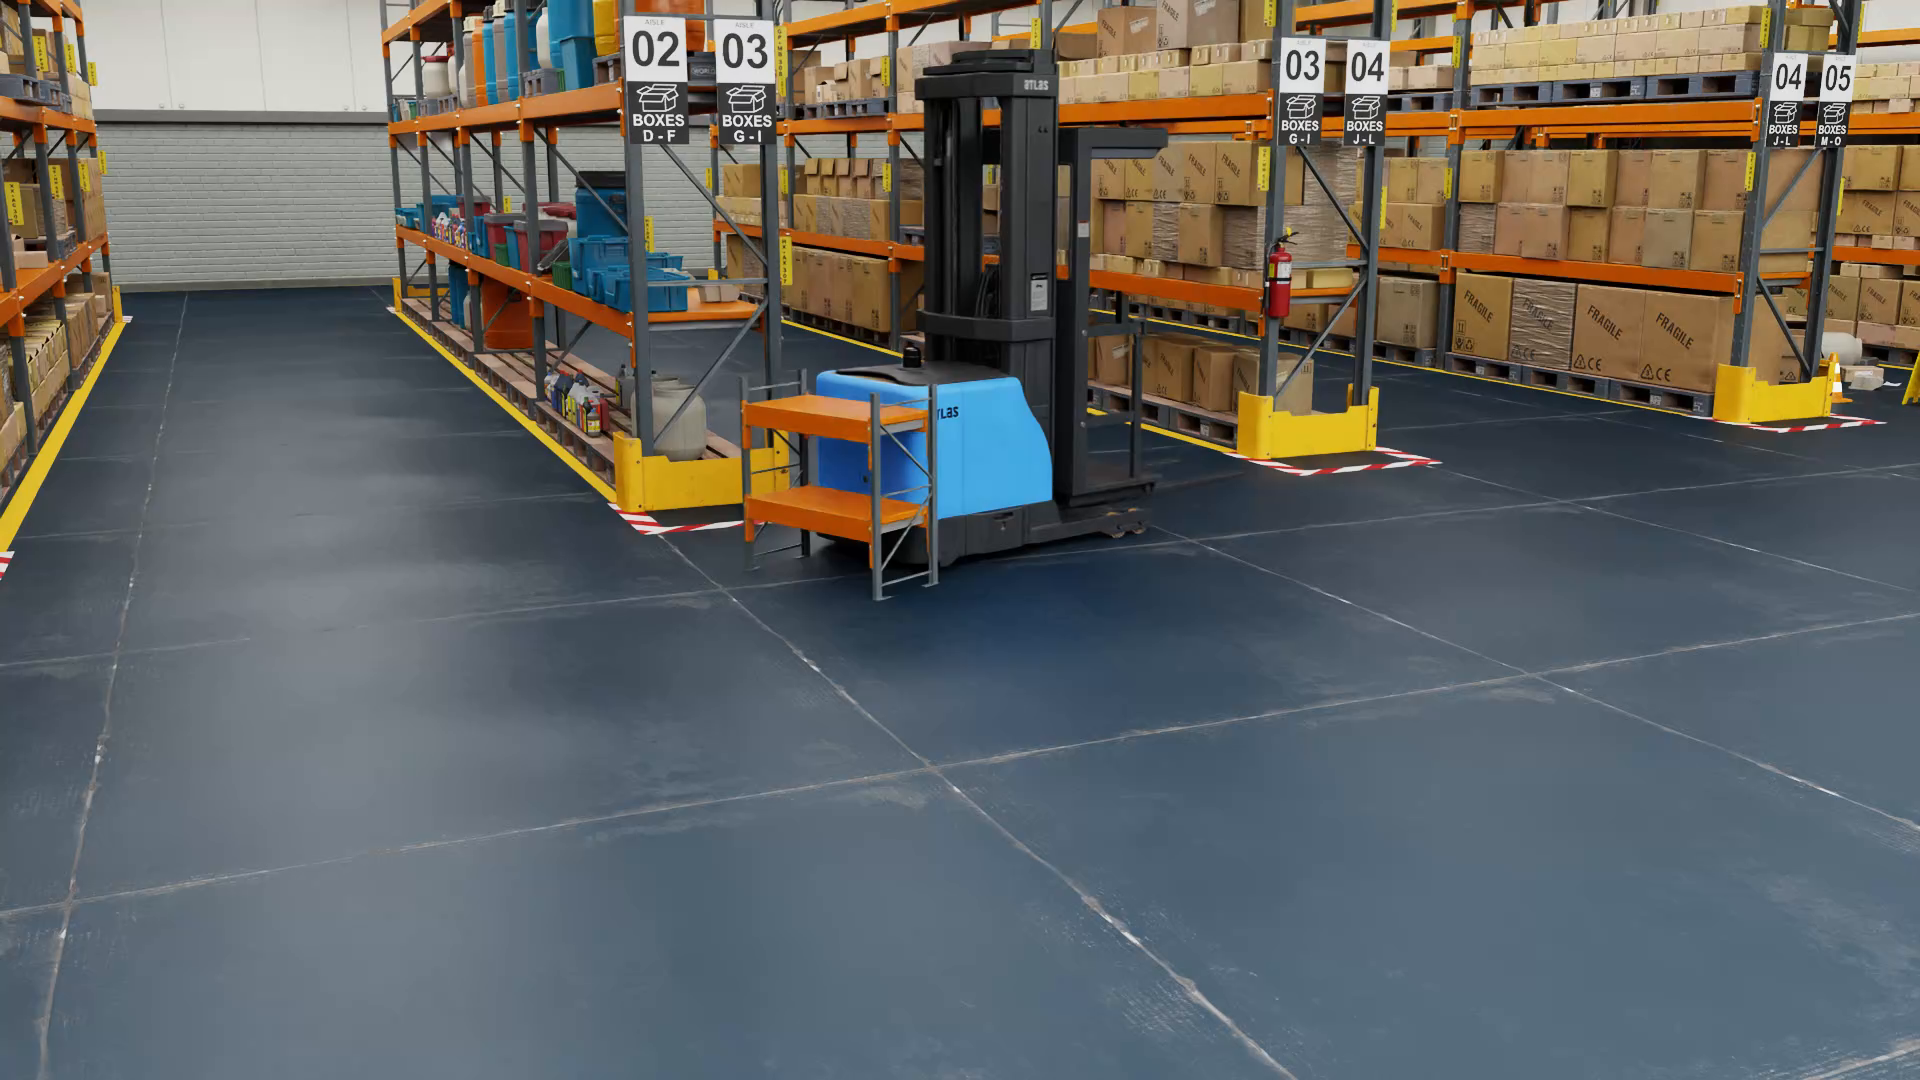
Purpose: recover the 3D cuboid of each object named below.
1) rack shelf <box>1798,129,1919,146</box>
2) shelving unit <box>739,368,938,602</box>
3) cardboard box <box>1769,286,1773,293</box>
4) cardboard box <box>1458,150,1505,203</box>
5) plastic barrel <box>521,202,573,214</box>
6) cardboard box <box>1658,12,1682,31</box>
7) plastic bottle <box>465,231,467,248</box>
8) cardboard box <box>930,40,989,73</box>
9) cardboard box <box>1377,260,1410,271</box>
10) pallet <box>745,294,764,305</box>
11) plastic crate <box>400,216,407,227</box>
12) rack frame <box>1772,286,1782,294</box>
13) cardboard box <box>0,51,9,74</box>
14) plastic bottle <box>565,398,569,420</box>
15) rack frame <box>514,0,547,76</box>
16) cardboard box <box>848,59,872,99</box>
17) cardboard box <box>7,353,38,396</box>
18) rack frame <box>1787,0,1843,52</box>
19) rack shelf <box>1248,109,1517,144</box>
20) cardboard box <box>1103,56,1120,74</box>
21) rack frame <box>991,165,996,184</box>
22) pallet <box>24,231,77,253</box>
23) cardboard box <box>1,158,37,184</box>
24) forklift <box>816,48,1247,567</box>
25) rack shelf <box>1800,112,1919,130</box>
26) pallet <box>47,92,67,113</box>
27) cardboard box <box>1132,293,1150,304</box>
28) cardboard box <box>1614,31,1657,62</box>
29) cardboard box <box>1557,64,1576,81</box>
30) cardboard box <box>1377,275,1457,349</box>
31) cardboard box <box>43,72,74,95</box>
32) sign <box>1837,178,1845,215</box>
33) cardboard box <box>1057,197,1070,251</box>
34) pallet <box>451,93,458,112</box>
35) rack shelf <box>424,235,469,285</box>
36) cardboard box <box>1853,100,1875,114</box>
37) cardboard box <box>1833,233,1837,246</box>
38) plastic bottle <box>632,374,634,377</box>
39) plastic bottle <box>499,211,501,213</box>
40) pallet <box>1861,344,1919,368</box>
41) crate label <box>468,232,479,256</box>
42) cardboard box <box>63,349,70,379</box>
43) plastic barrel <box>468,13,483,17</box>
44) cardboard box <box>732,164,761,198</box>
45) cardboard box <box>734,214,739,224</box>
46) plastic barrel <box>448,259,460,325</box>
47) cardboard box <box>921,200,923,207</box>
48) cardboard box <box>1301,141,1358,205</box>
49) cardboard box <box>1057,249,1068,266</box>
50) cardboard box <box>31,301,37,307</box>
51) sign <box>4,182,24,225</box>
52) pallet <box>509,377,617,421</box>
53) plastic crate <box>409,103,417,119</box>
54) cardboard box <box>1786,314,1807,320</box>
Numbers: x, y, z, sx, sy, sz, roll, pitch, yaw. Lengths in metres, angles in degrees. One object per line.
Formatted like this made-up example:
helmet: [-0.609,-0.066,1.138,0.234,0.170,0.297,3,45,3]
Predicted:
rack shelf: [14.062,-5.860,23.979,1.077,0.370,4.000,-6,14,-23]
shelving unit: [-0.684,-0.336,9.329,1.048,1.125,0.538,11,17,39]
cardboard box: [12.895,-4.217,26.549,0.500,0.500,0.500,-5,14,-21]
cardboard box: [5.938,-3.938,18.006,0.875,0.550,0.550,-6,14,-23]
plastic barrel: [-4.440,-3.368,17.969,0.600,0.536,0.708,-6,14,-23]
cardboard box: [6.672,-4.770,15.310,0.380,0.149,0.250,-5,14,-22]
plastic bottle: [-5.457,-3.359,18.488,0.061,0.283,0.133,-6,14,-23]
cardboard box: [-0.005,-5.243,18.387,0.500,0.500,0.500,-6,14,-25]
cardboard box: [7.434,-4.588,27.321,0.875,0.875,0.875,-5,14,-21]
pallet: [-2.693,-3.702,25.898,1.003,0.211,1.213,-6,14,-23]
plastic crate: [-7.987,-4.629,24.171,0.250,0.136,0.298,-6,14,-23]
rack frame: [13.261,-5.162,26.021,1.000,3.000,0.127,-6,14,-23]
cardboard box: [-8.984,-4.321,15.138,0.500,0.250,0.500,-5,14,-21]
plastic bottle: [-3.191,-1.091,13.663,0.097,0.201,0.097,0,13,0]
rack frame: [-3.302,-5.467,14.033,1.000,3.000,0.127,-6,14,-23]
cardboard box: [-1.102,-5.822,21.069,0.500,0.500,0.500,-5,14,-20]
cardboard box: [-7.779,-1.343,13.445,0.500,0.311,0.500,-6,14,-23]
rack frame: [10.317,-6.809,19.833,1.000,3.000,0.127,-6,14,-23]
rack shelf: [5.021,-4.943,20.016,1.077,0.370,4.000,-6,14,-23]
cardboard box: [1.507,-4.262,14.930,0.380,0.149,0.250,-6,14,-24]
rack frame: [1.015,-5.898,29.200,1.000,3.000,0.127,-6,14,-23]
pallet: [-10.227,-3.232,18.106,1.003,0.211,1.213,-6,14,-23]
cardboard box: [-11.486,-4.367,20.147,0.500,0.500,0.500,-6,14,-23]
forklift: [0.584,-1.520,10.437,3.031,2.935,1.130,-10,17,-38]
rack shelf: [11.118,-4.584,18.467,1.077,0.370,4.000,-6,14,-23]
pallet: [-10.431,-4.765,18.070,1.213,0.211,1.003,-6,14,-23]
cardboard box: [2.884,-3.772,24.629,0.500,0.500,0.500,-5,14,-20]
cardboard box: [6.572,-4.662,15.727,0.500,0.250,0.500,-6,14,-23]
cardboard box: [6.168,-4.642,16.526,0.380,0.149,0.250,-6,14,-23]
cardboard box: [5.491,-2.647,19.213,1.050,0.750,0.750,-6,14,-23]
cardboard box: [-11.013,-5.505,20.074,0.500,0.250,0.500,-6,14,-23]
sign: [7.935,-3.101,15.022,0.100,0.325,0.005,-6,14,-23]
cardboard box: [1.360,-3.086,16.172,0.875,0.500,0.500,-6,14,-23]
pallet: [-5.121,-4.907,18.684,1.003,0.211,1.213,-6,14,-23]
rack shelf: [-5.705,-3.433,20.147,1.077,0.370,4.000,-6,14,-23]
cardboard box: [10.535,-4.983,19.153,0.380,0.149,0.250,-5,14,-21]
cardboard box: [10.432,-3.570,19.701,0.380,0.149,0.250,-6,14,-23]
plastic bottle: [-2.779,-1.361,14.496,0.144,0.351,0.185,-6,14,-24]
plastic bottle: [-5.838,-4.012,21.164,0.144,0.351,0.185,-6,14,-23]
pallet: [11.111,-2.140,19.148,1.003,0.211,1.213,-6,14,-23]
crate label: [-5.079,-3.168,17.777,0.303,0.233,0.416,-6,14,-23]
cardboard box: [-9.010,-1.702,16.239,0.500,0.250,0.500,-5,14,-22]
plastic barrel: [-5.129,-5.363,18.354,0.600,0.830,0.708,-6,14,-23]
cardboard box: [-3.212,-5.574,25.813,0.500,0.500,0.500,-6,14,-24]
cardboard box: [-3.317,-5.033,26.021,0.380,0.149,0.250,-6,14,-24]
plastic barrel: [-6.304,-3.265,21.548,0.600,0.901,0.708,-6,14,-23]
cardboard box: [-0.311,-3.991,20.742,0.500,0.500,0.500,-5,14,-21]
cardboard box: [2.868,-2.984,13.511,0.500,0.500,0.500,-6,14,-23]
cardboard box: [1.135,-2.745,16.133,0.380,0.149,0.250,-6,14,-23]
cardboard box: [-10.659,-2.412,18.706,0.500,0.500,0.500,-5,14,-22]
sign: [-7.334,-2.608,12.891,0.100,0.325,0.005,-6,14,-23]
pallet: [-3.652,-1.344,15.710,1.003,0.211,1.213,-6,14,-23]
plastic crate: [-6.953,-5.615,21.797,0.450,0.188,0.662,-6,14,-23]
cardboard box: [10.306,-2.605,20.140,0.500,0.250,0.500,-6,14,-26]
